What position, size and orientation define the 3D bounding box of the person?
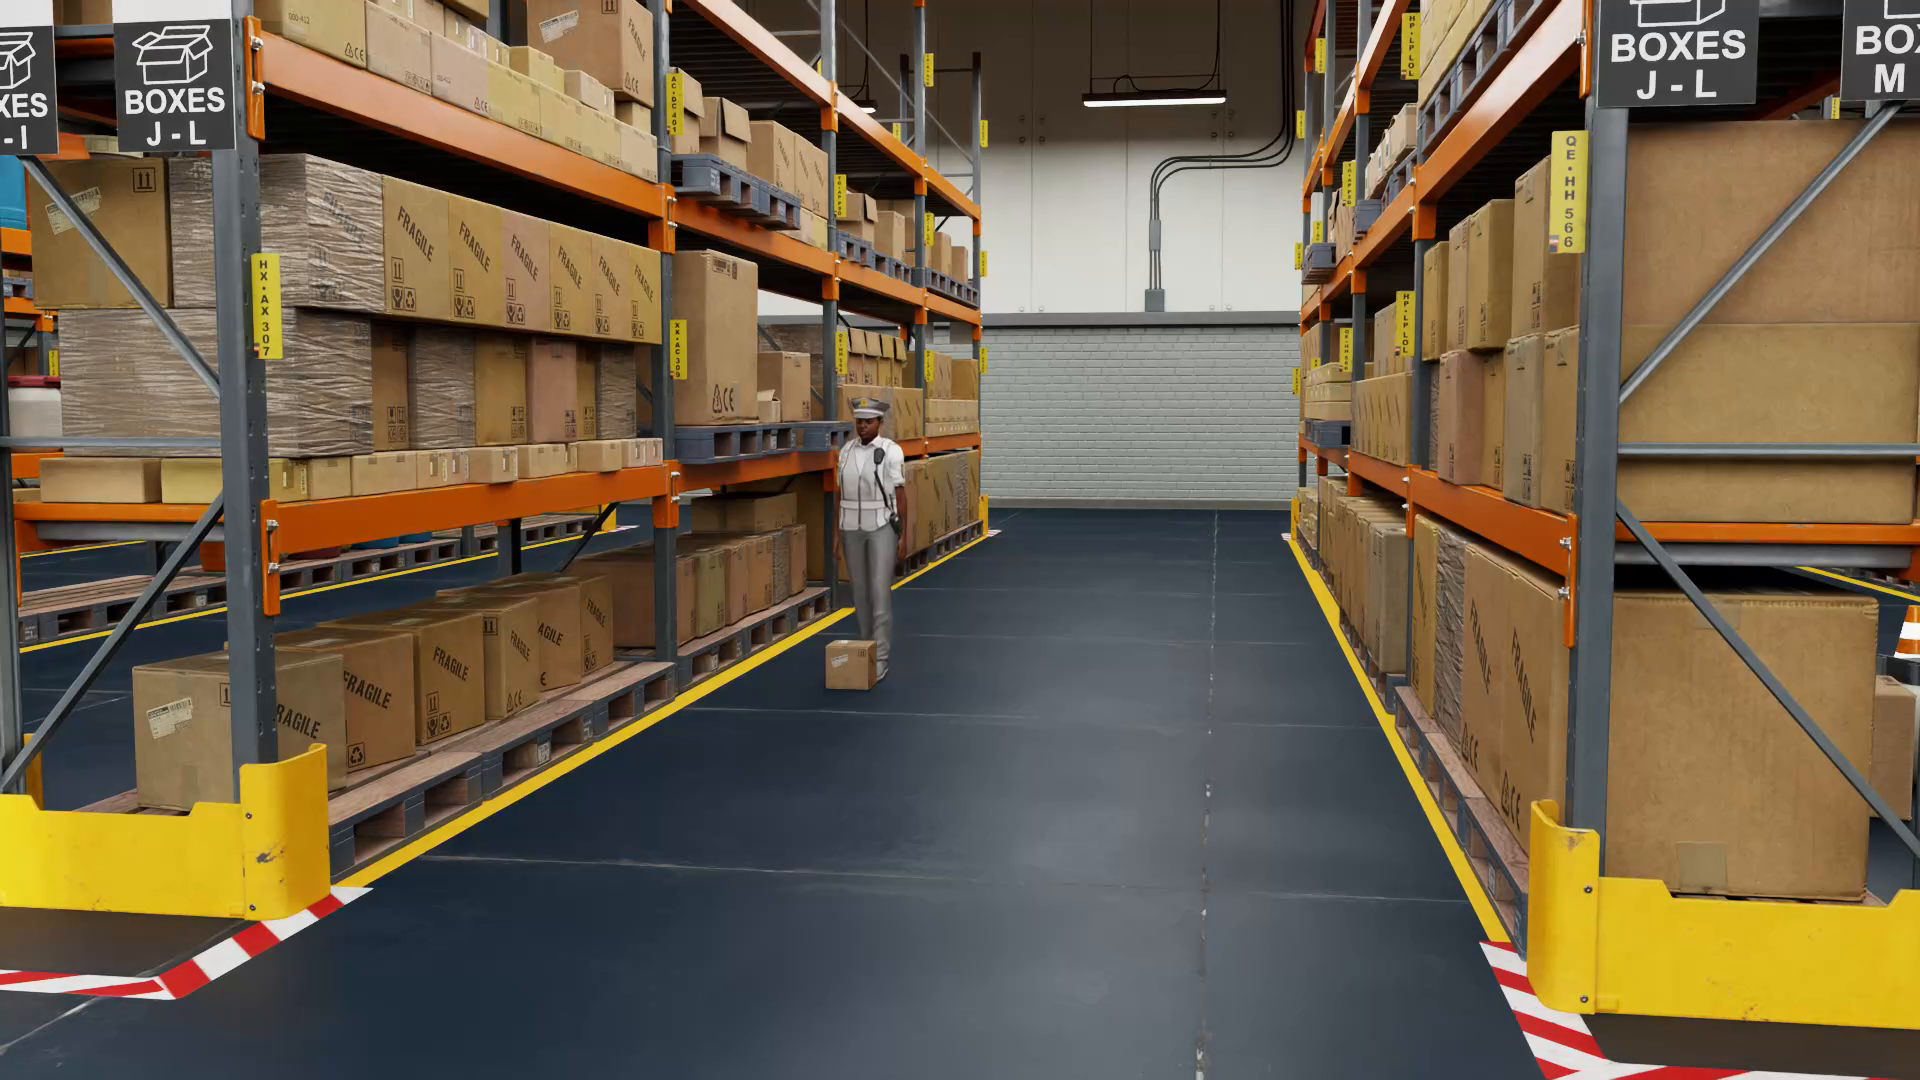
[{"bbox_3d":[-0.559,-0.024,10.047,0.466,1.674,0.604,1,5,16],"label":"person"}]
